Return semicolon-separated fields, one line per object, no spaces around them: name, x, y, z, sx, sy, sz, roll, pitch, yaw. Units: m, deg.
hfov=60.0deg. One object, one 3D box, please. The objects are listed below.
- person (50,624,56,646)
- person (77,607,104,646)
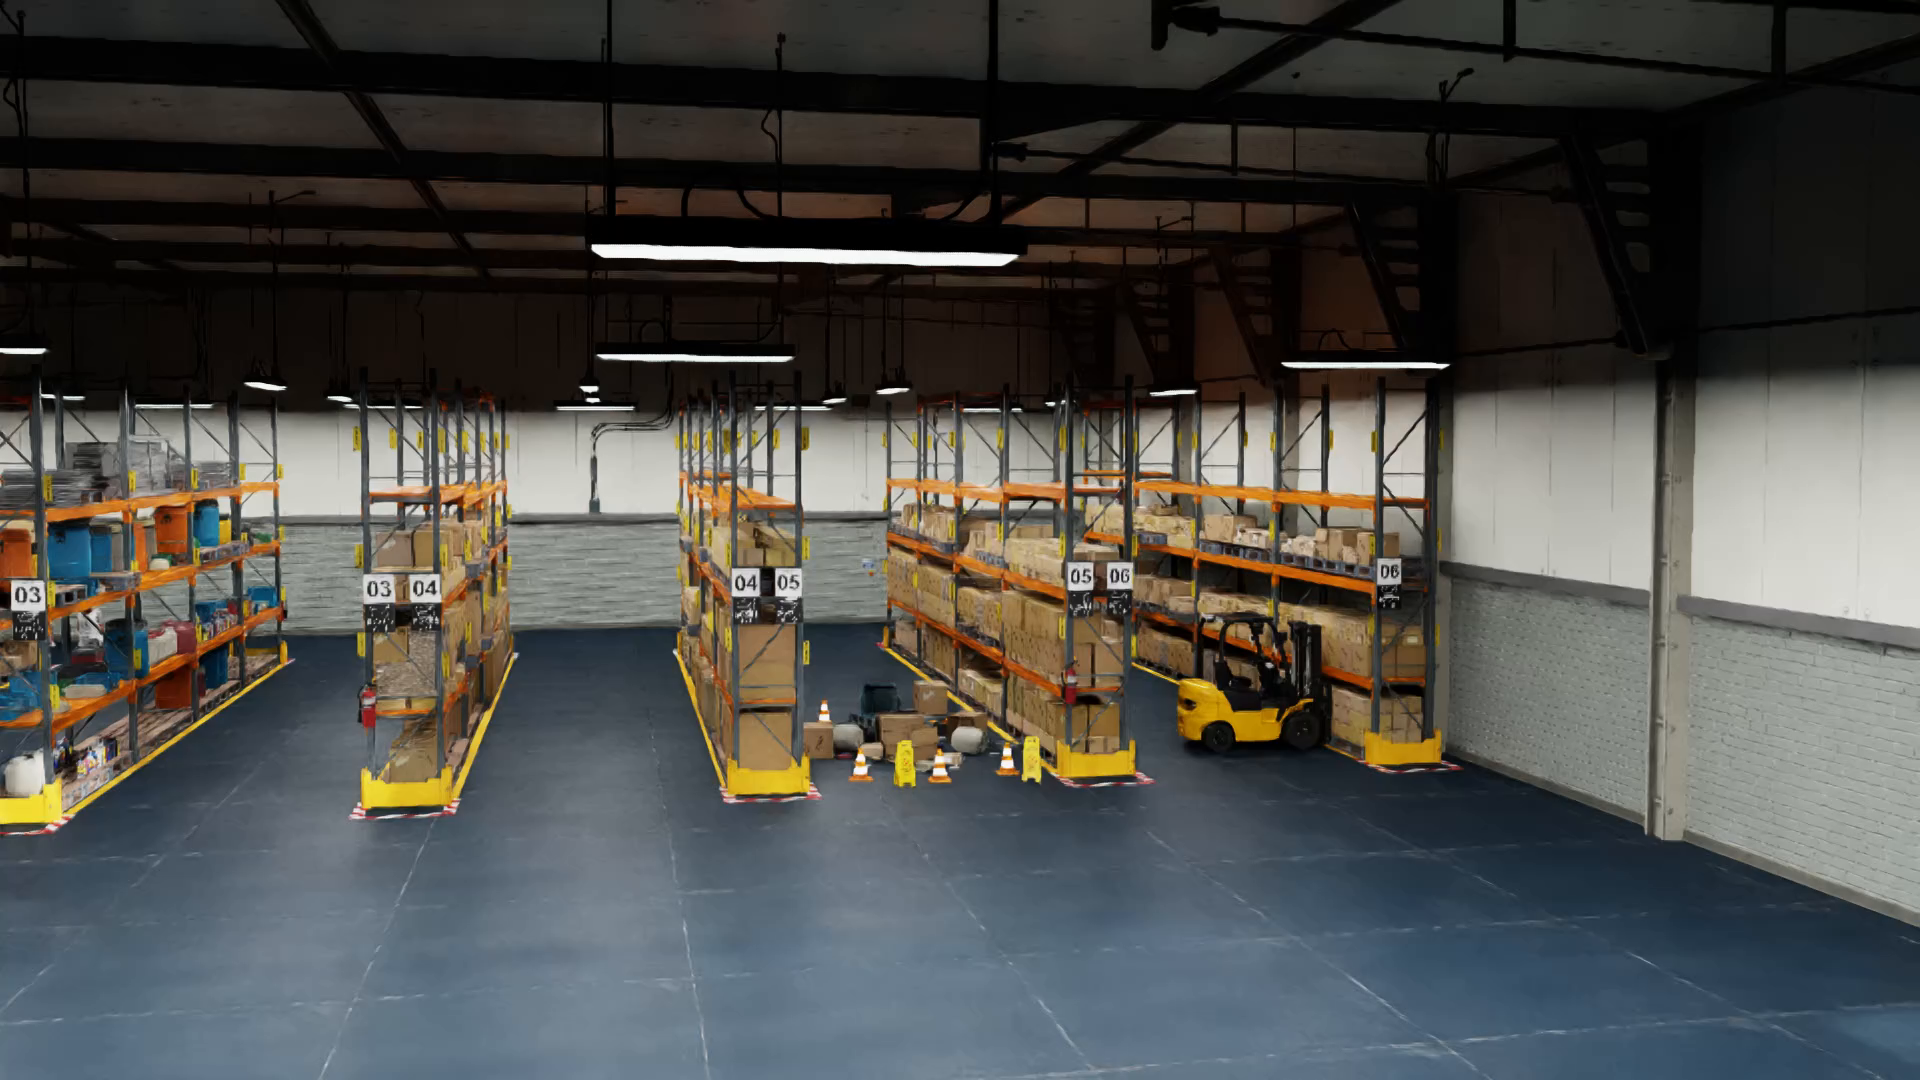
person;-22.289;1.792;40.291;0.612;1.610;0.790;-2;4;-32
person;-18.400;2.043;35.178;0.579;1.732;1.042;-1;3;-13
